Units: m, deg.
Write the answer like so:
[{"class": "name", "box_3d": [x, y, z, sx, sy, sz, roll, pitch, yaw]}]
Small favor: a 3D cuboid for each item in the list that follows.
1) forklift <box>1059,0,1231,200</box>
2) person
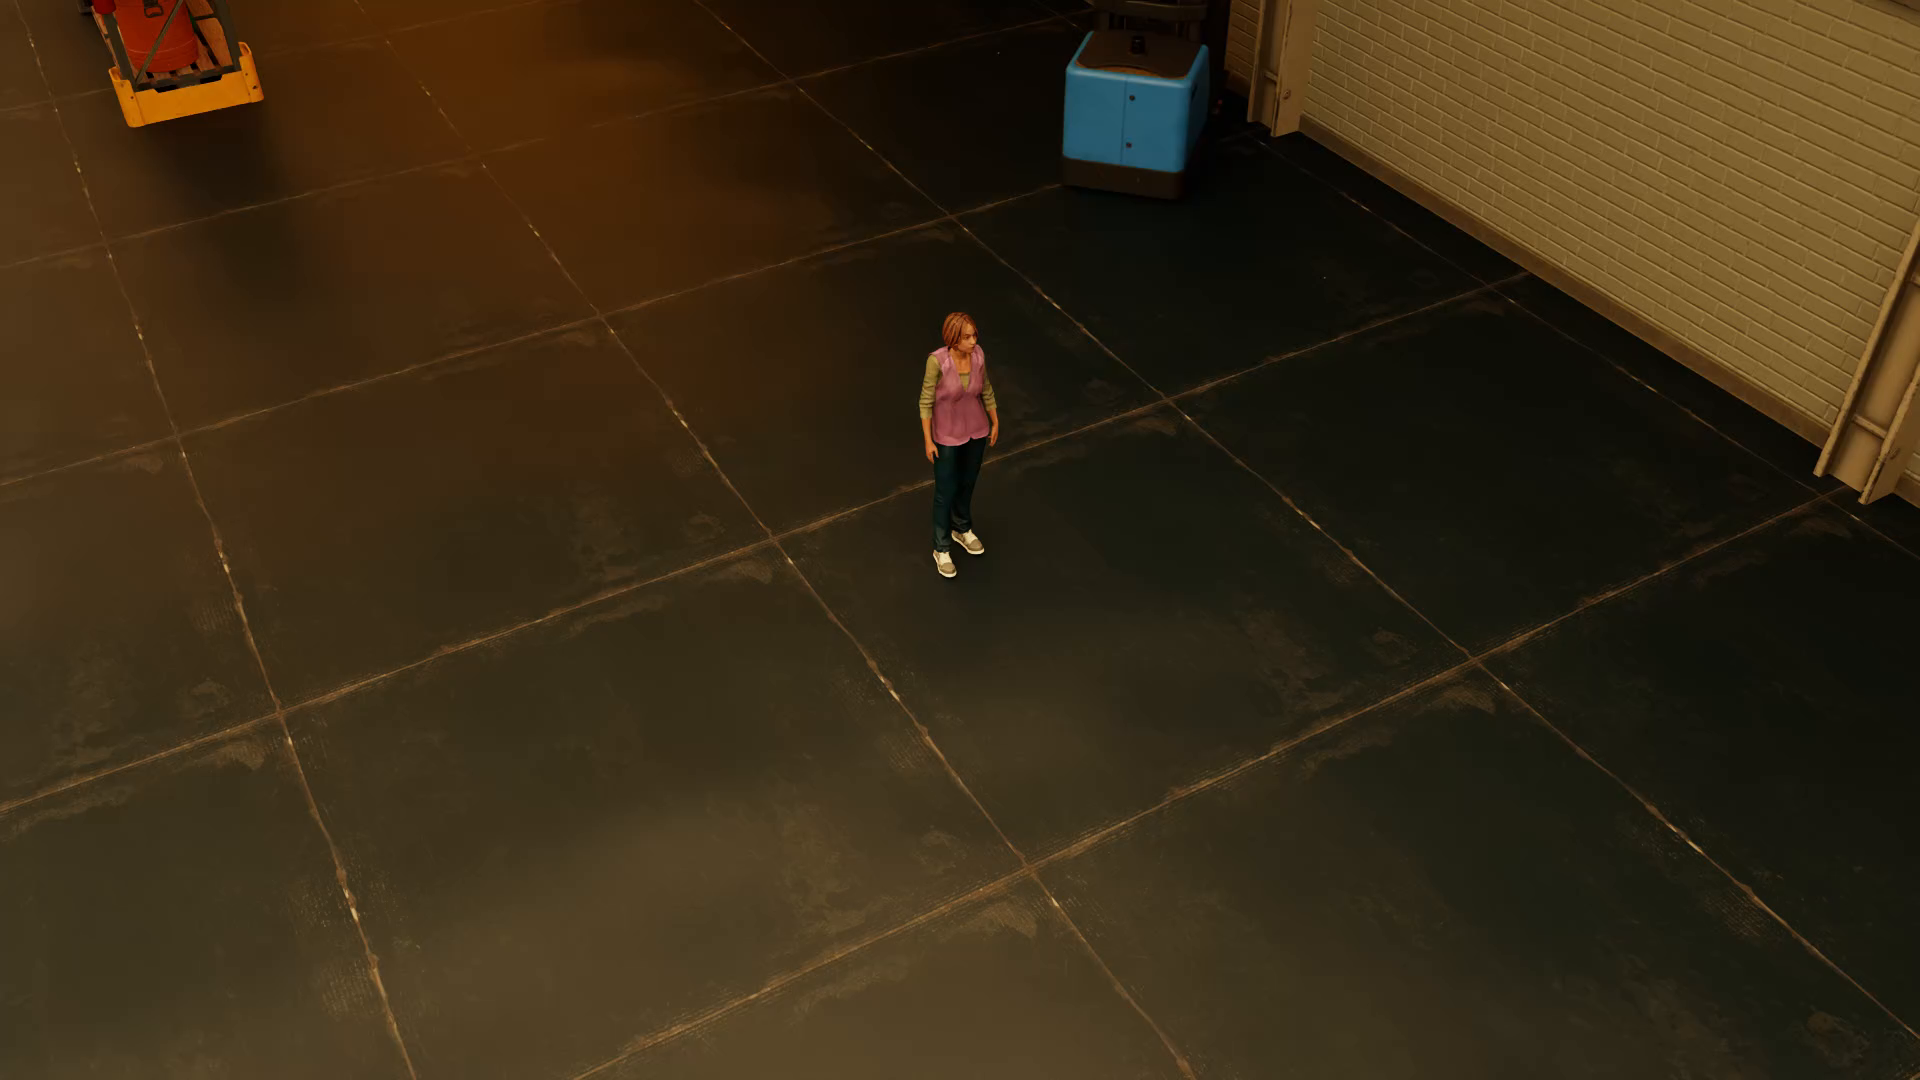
[{"class": "forklift", "box_3d": [1.748, -4.850, 13.884, 1.130, 2.935, 3.031, 11, 41, 13]}, {"class": "person", "box_3d": [0.025, -0.569, 9.767, 0.520, 1.585, 0.473, -20, 44, -23]}]
